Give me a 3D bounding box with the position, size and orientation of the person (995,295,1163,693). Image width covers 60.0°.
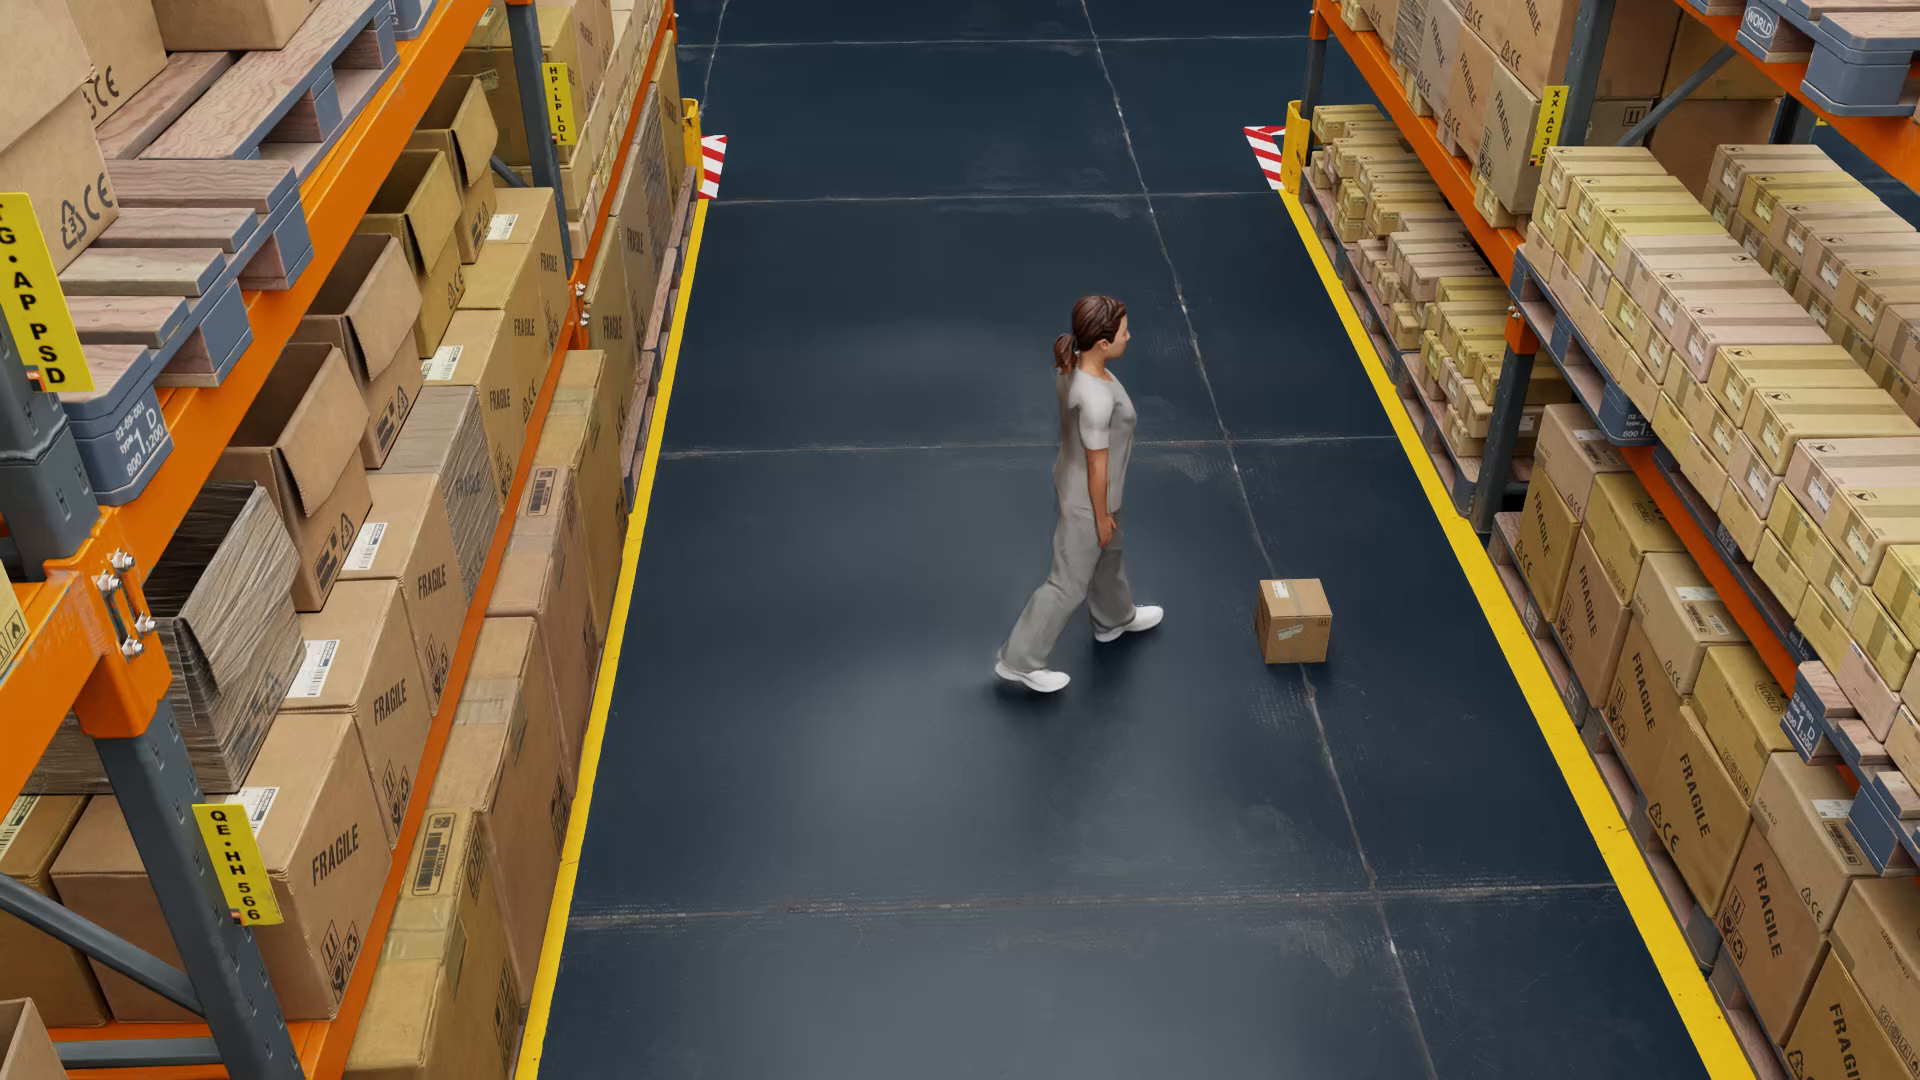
[{"bbox_3d":[0.504,-0.182,6.402,0.759,1.664,0.470,-5,36,-7],"label":"person"}]
